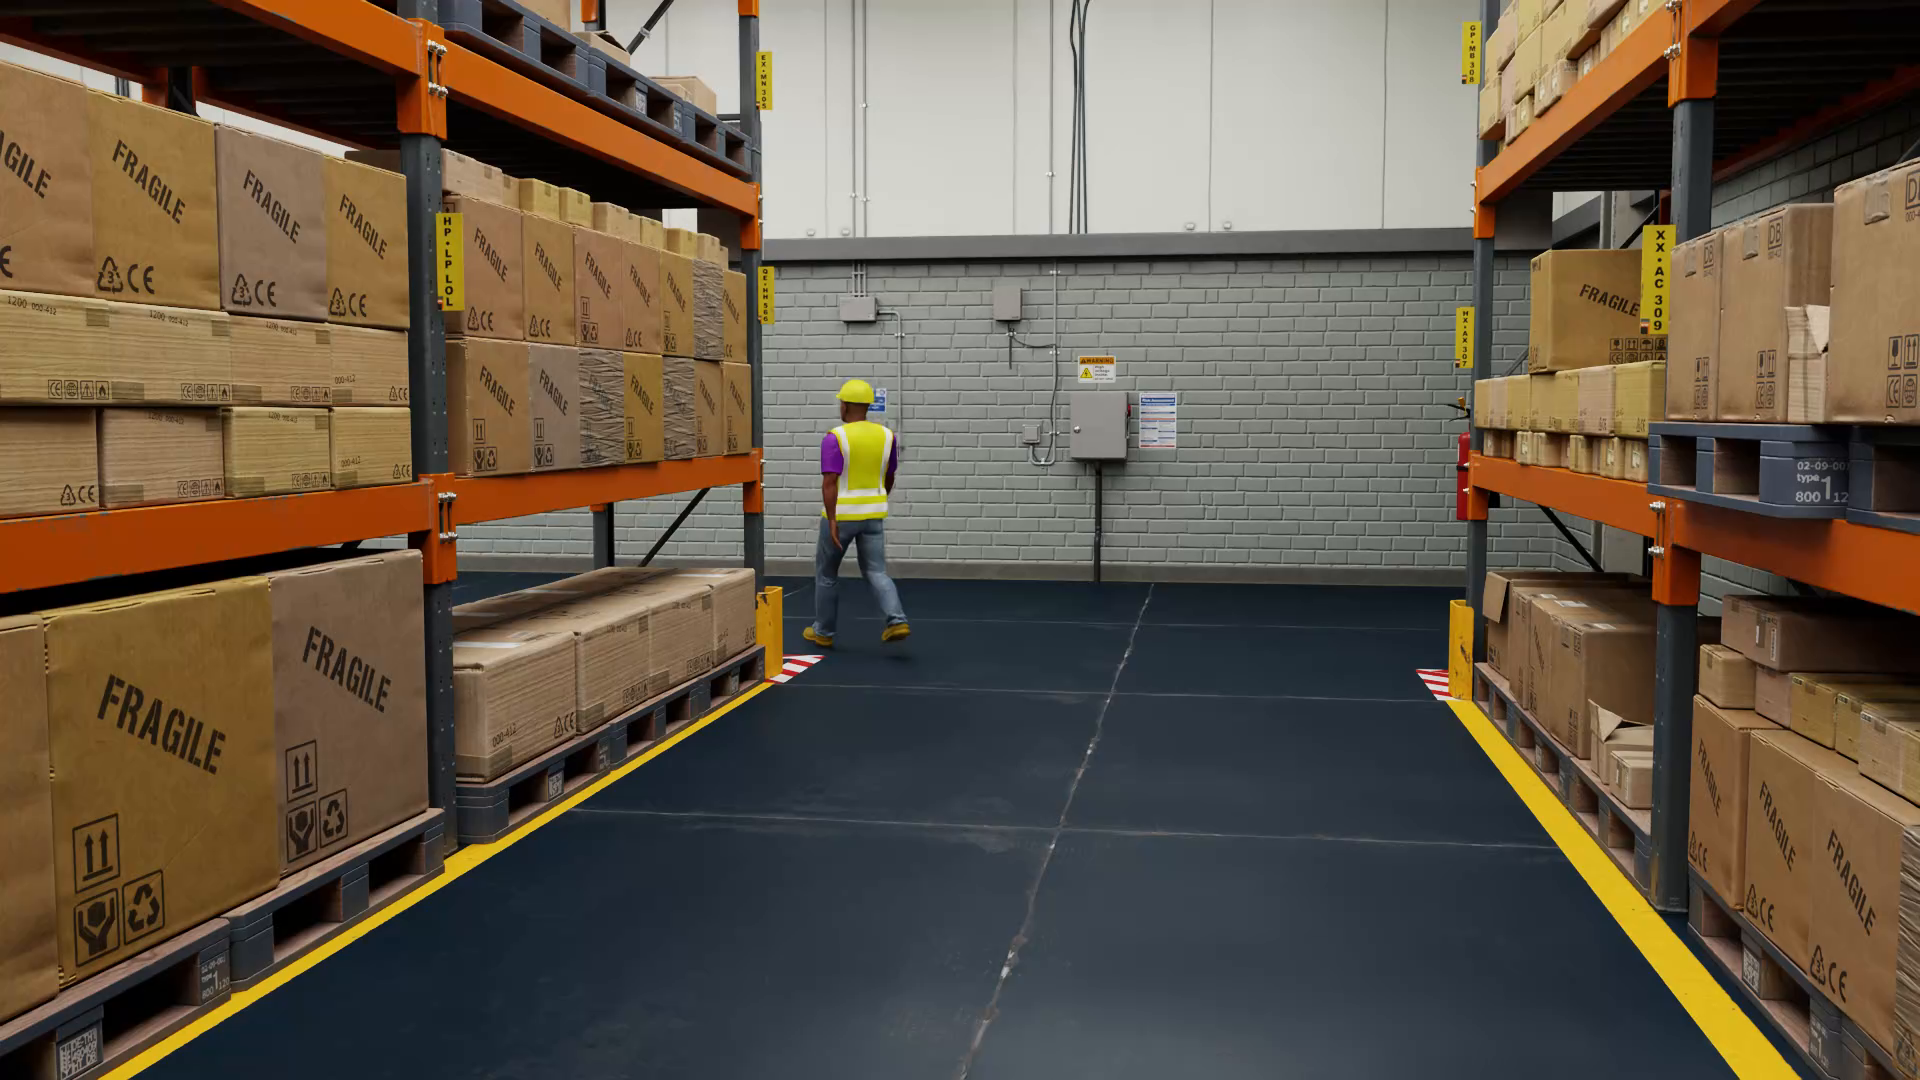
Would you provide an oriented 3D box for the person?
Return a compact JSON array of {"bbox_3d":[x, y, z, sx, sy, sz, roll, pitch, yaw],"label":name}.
[{"bbox_3d":[-0.685,-0.158,10.618,0.580,1.725,0.985,-2,5,-29],"label":"person"}]
